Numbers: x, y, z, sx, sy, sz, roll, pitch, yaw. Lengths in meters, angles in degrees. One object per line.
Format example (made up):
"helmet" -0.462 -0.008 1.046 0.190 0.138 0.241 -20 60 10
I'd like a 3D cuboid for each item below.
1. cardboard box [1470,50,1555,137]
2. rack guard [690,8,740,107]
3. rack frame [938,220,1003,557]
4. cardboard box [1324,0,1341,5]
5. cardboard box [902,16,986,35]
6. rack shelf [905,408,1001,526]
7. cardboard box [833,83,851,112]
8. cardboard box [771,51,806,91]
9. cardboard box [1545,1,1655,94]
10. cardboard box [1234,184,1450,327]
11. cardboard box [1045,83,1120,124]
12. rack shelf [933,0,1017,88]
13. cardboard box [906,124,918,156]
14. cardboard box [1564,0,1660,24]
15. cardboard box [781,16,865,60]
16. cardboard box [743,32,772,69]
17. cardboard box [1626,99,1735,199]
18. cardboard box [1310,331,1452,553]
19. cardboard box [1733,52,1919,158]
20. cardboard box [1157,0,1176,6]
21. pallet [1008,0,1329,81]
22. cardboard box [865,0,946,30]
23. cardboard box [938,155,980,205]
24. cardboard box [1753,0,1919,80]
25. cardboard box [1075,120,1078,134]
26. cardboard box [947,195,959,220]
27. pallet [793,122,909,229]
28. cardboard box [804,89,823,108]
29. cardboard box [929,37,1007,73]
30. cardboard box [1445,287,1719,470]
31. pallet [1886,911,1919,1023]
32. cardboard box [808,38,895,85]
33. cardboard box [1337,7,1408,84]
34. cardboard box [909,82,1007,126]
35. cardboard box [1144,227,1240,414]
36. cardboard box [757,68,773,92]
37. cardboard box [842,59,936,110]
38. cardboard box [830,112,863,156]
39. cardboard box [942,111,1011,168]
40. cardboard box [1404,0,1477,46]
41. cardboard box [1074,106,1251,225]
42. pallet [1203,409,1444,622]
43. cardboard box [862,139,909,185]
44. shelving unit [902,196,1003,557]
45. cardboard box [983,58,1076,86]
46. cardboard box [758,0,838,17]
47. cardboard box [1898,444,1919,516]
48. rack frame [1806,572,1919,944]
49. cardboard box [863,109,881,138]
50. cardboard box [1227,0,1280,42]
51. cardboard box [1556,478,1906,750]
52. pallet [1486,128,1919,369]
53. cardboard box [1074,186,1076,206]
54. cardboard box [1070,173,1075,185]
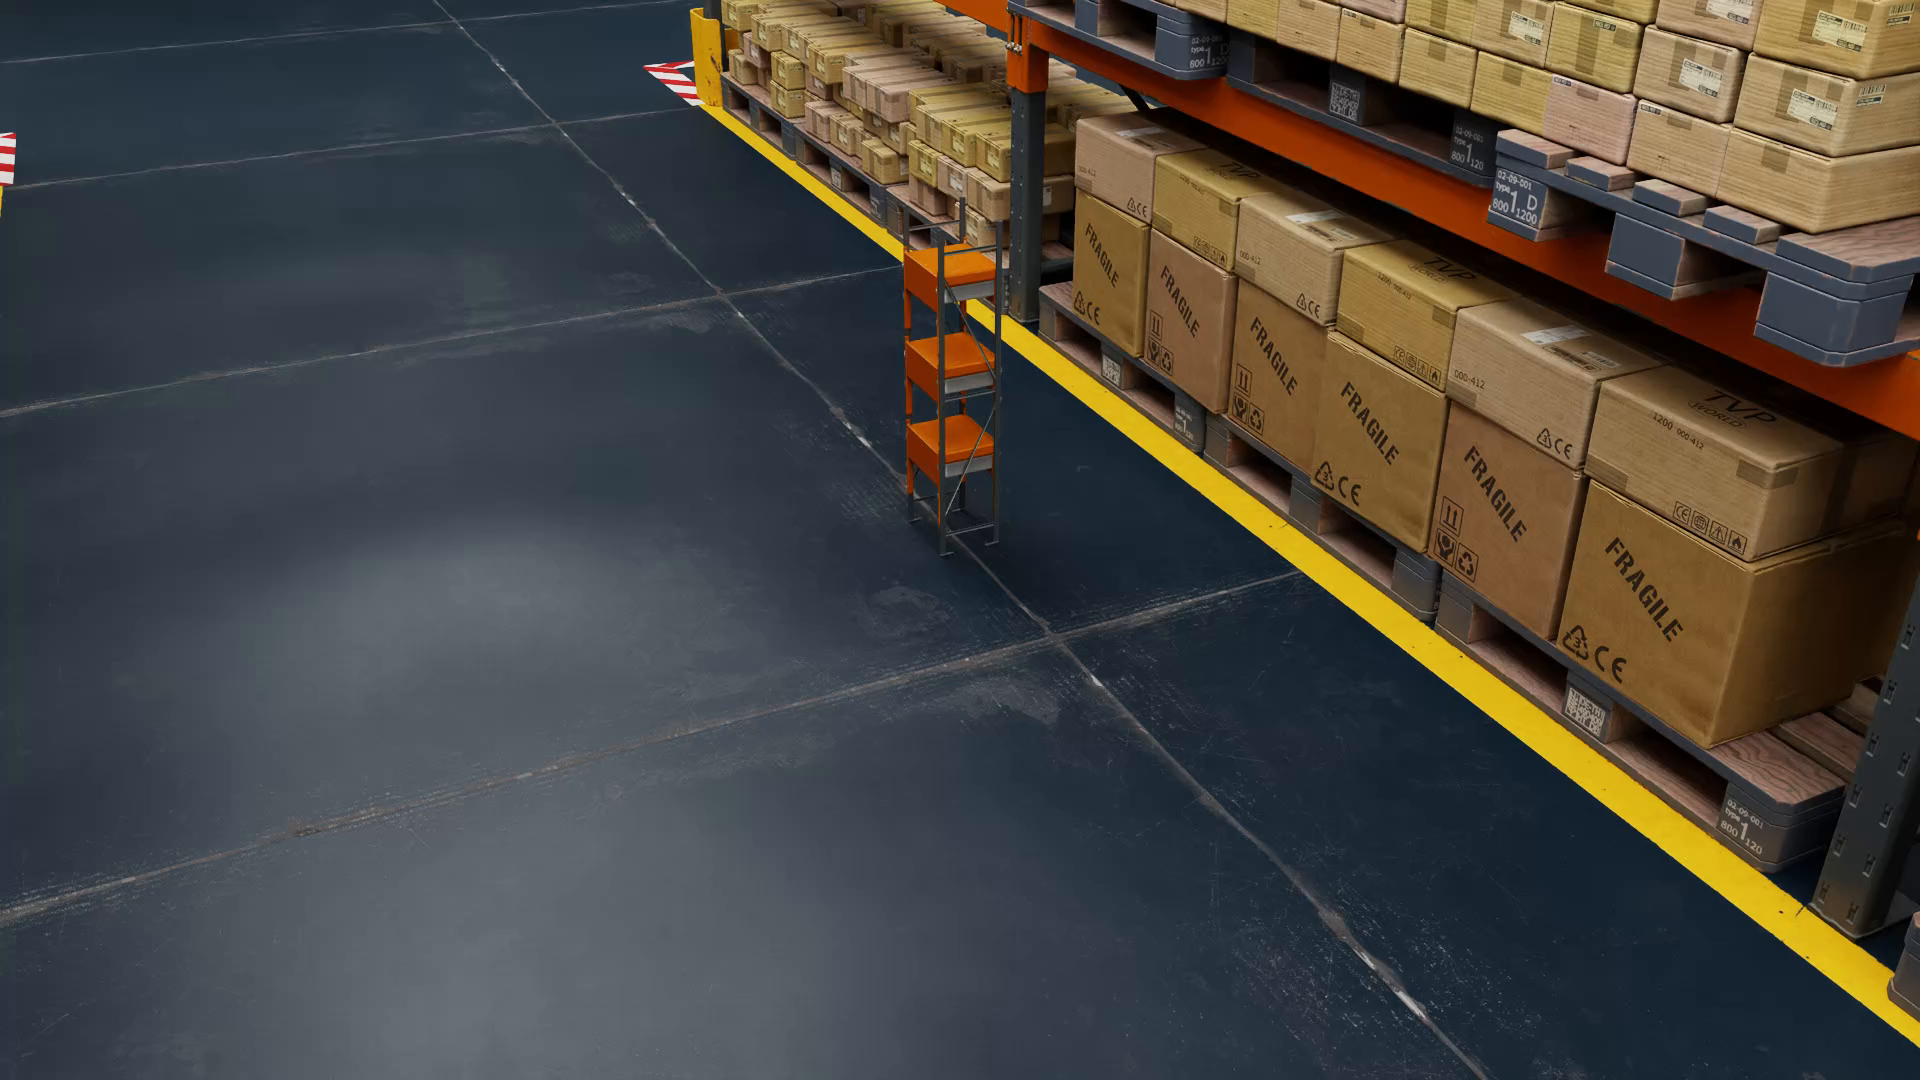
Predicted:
"cardboard box" 1.447 -1.080 3.937 0.380 0.149 0.250 -14 32 -23
"rack guard" -1.008 -2.961 10.019 1.175 0.500 0.348 -13 32 -22
"rack frame" 0.029 -0.428 4.939 0.200 1.050 0.008 -13 32 -22
"cardboard box" 1.103 -1.560 4.489 0.380 0.149 0.250 -14 32 -23
"cardboard box" -0.083 -2.658 8.800 0.380 0.149 0.250 -12 31 -20
"rack shelf" -0.023 -0.230 5.177 0.215 0.259 0.240 -13 32 -22
"cardboard box" -0.430 -2.302 8.470 0.380 0.149 0.250 -11 31 -19
"cardboard box" -0.784 -2.511 8.842 0.380 0.149 0.250 -12 31 -20
"cardboard box" 1.539 -1.110 3.686 0.380 0.149 0.250 -12 32 -21
"cardboard box" 1.201 -0.895 5.139 0.500 0.250 0.500 -12 31 -20
"cardboard box" 0.498 -1.948 7.535 0.380 0.149 0.250 -14 32 -23
"rack shelf" -0.182 -2.888 8.068 1.077 0.370 4.000 -13 32 -22
"cardboard box" -0.023 -1.823 7.615 0.380 0.149 0.250 -13 32 -22
"cardboard box" 1.551 -1.231 3.598 0.380 0.149 0.250 -12 31 -20
"cardboard box" -0.722 -2.654 8.794 0.380 0.149 0.250 -15 32 -24
"cardboard box" -0.981 -2.736 9.244 0.380 0.149 0.250 -13 32 -22
"cardboard box" 1.662 -0.856 3.537 0.380 0.149 0.250 -13 32 -22
"cardboard box" 1.414 -0.340 4.916 0.500 0.500 0.500 -15 32 -24
"cardboard box" 1.770 -0.877 3.270 0.380 0.149 0.250 -12 32 -21
"cardboard box" 0.765 -1.777 5.180 0.380 0.149 0.250 -13 32 -21
"pallet" 0.873 -1.866 5.707 1.003 0.211 1.213 -13 32 -22
"cardboard box" -0.303 -2.893 9.219 0.380 0.149 0.250 -14 32 -23
"cardboard box" 0.127 -1.577 7.176 0.380 0.149 0.250 -15 32 -24
"cardboard box" 1.769 -1.004 3.193 0.380 0.149 0.250 -14 32 -24
"cardboard box" 0.716 -1.713 7.115 0.380 0.149 0.250 -12 31 -20
"cardboard box" 0.164 -1.492 7.329 0.380 0.149 0.250 -12 32 -21
"pallet" -0.172 -1.931 8.477 1.003 0.211 1.213 -13 32 -22
"cardboard box" -0.600 -2.291 8.754 0.380 0.149 0.250 -13 32 -22
"cardboard box" 0.068 -2.409 8.356 0.380 0.149 0.250 -13 32 -22
"cardboard box" 1.637 -0.439 4.325 0.500 0.250 0.500 -13 32 -21
"pallet" 2.664 1.029 3.199 1.003 0.211 1.213 -13 32 -22
"cardboard box" -0.540 -2.404 8.348 0.380 0.149 0.250 -13 32 -21
"cardboard box" 1.221 -1.314 4.353 0.380 0.149 0.250 -12 31 -20
"cardboard box" -0.011 -1.964 7.562 0.380 0.149 0.250 -12 31 -20
"cardboard box" 0.983 -0.795 5.728 0.500 0.500 0.500 -12 31 -20
"cardboard box" -0.919 -2.628 9.354 0.380 0.149 0.250 -13 32 -22
"cardboard box" -0.338 -2.180 7.949 0.380 0.149 0.250 -14 32 -24
"cardboard box" -0.429 -2.045 8.316 0.380 0.149 0.250 -13 32 -22
"cardboard box" 0.143 -1.724 7.135 0.380 0.149 0.250 -13 32 -21
"cardboard box" 1.327 -1.331 4.081 0.380 0.149 0.250 -13 32 -22
"cardboard box" 0.755 -1.356 5.961 0.500 0.250 0.500 -15 32 -24
"pallet" 1.540 -0.218 5.424 1.003 0.211 1.213 -13 32 -22
"cardboard box" -0.244 -1.817 7.908 0.380 0.149 0.250 -13 32 -22
"shelving unit" -0.023 -0.482 5.035 0.215 1.050 0.252 -13 32 -22
"cardboard box" 0.330 -2.188 7.963 0.380 0.149 0.250 -12 32 -21
"cardboard box" -0.896 -2.885 9.205 0.380 0.149 0.250 -12 32 -21
"cardboard box" 2.316 -0.326 4.125 0.500 0.250 0.500 -15 32 -24
"rack frame" 2.394 -0.551 3.166 1.000 3.000 0.127 -13 32 -22
"cardboard box" -0.247 -2.054 8.027 0.380 0.149 0.250 -15 32 -24
"cardboard box" 0.996 -1.545 4.766 0.380 0.149 0.250 -14 32 -23
"cardboard box" 1.875 0.120 4.095 0.500 0.500 0.500 -13 32 -22
"pallet" 1.991 -0.760 3.734 1.213 0.211 1.003 -13 32 -22
"cardboard box" 0.696 -1.604 7.528 0.380 0.149 0.250 -12 31 -21
"cardboard box" 0.620 -1.708 7.410 0.380 0.149 0.250 -13 32 -22
